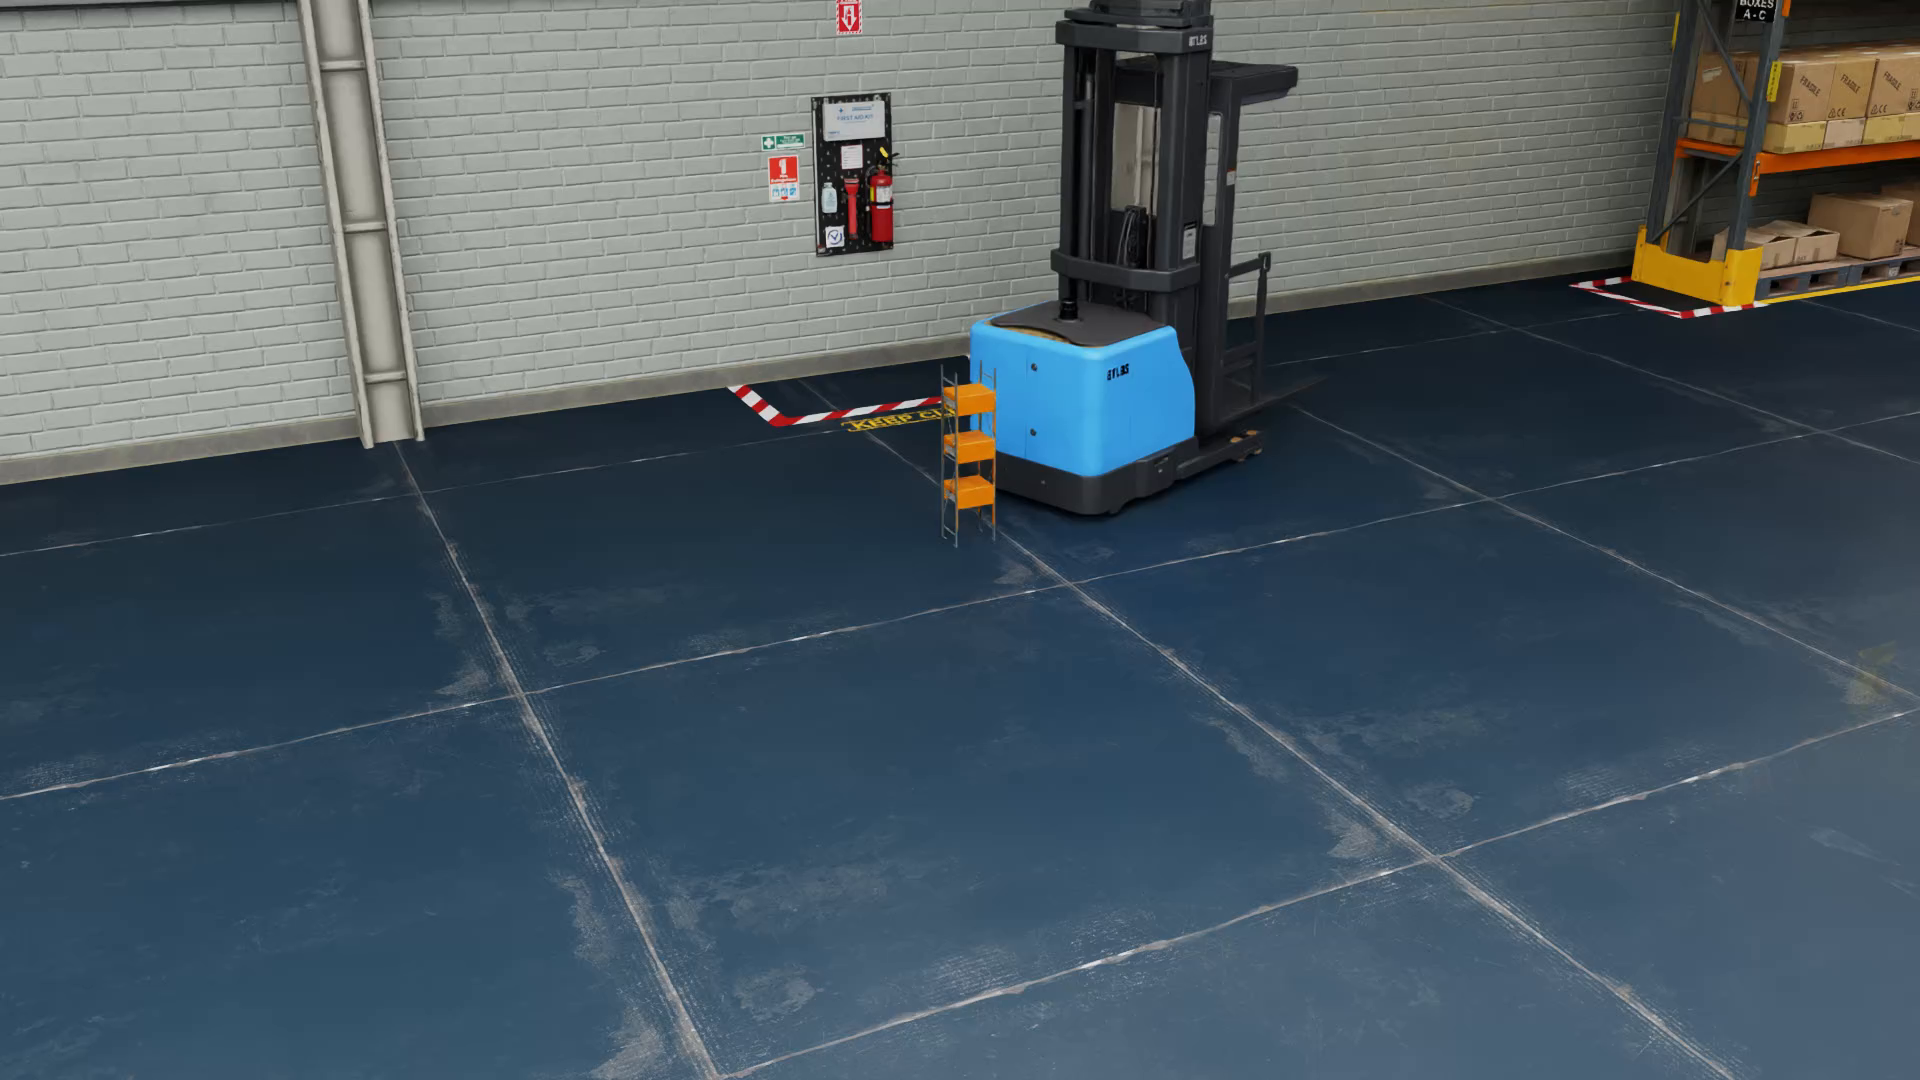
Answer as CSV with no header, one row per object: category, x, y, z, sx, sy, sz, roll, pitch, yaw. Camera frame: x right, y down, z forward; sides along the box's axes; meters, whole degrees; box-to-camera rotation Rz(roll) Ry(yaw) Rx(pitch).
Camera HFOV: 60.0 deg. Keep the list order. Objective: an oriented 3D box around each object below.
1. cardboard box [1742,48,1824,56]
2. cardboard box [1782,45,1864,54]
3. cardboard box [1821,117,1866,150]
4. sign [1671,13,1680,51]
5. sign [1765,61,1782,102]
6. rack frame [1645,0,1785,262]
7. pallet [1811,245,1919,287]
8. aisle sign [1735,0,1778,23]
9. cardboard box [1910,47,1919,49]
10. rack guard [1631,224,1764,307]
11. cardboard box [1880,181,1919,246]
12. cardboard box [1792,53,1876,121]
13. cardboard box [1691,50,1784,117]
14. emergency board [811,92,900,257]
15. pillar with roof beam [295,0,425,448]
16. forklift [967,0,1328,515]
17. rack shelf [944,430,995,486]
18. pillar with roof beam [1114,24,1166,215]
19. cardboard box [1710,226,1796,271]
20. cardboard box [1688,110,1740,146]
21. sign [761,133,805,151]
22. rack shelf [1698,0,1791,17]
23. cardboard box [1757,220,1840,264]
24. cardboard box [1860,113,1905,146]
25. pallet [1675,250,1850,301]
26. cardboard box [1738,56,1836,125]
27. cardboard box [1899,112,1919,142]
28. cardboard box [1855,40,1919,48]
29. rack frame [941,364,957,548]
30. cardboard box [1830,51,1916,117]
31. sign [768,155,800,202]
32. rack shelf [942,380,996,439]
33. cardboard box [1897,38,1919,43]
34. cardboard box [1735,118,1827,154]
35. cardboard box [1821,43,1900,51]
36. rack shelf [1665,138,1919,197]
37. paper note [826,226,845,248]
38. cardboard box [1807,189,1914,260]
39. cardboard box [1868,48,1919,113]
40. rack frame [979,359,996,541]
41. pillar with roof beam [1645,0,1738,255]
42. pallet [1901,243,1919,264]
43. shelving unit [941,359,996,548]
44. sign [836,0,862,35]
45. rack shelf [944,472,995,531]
cardboard box,7.437,-4.184,15.125,0.500,0.500,0.500,-10,25,-23
cardboard box,7.901,-4.271,15.336,0.500,0.500,0.500,-11,25,-25
cardboard box,7.685,-3.668,14.860,0.500,0.250,0.500,-11,25,-25
sign,6.423,-4.541,14.872,0.005,0.325,0.100,-10,25,-24
sign,6.882,-3.879,14.067,0.005,0.325,0.100,-10,25,-24
rack frame,6.646,-3.666,14.684,0.127,3.000,1.000,-10,25,-24
pallet,8.560,-2.713,16.029,1.213,0.211,1.003,-10,25,-24
aisle sign,6.711,-4.752,13.908,0.004,0.787,0.394,-10,25,-24
cardboard box,9.053,-4.266,15.324,0.500,0.500,0.500,-11,25,-25
rack guard,6.715,-2.524,15.193,0.348,0.500,1.175,-10,25,-24
cardboard box,9.333,-3.192,16.232,0.500,0.500,0.500,-12,26,-28
cardboard box,7.656,-4.006,14.696,0.500,0.500,0.500,-10,25,-23
cardboard box,6.979,-4.104,14.931,0.500,0.500,0.500,-11,25,-24
emergency board,-0.748,-2.688,12.322,0.643,1.169,0.194,-10,25,-24
pillar with roof beam,-2.044,-3.378,6.145,0.400,9.000,9.100,-10,25,-24
forklift,1.404,-1.984,10.711,1.130,2.935,3.031,19,29,38
rack shelf,0.048,-0.484,9.575,0.240,0.259,0.215,-10,25,-24
pillar with roof beam,3.362,-4.373,8.549,0.400,9.000,9.100,-10,25,-24
cardboard box,7.309,-2.711,15.317,0.500,0.311,0.500,-14,26,-30
cardboard box,6.983,-3.750,15.058,0.500,0.250,0.500,-10,25,-23
sign,-1.283,-2.891,12.072,0.331,0.109,0.001,-10,25,-24
rack shelf,8.448,-5.051,15.049,4.000,0.370,1.077,-10,25,-24
cardboard box,7.822,-2.805,15.545,0.500,0.311,0.500,-8,24,-19
cardboard box,8.147,-3.751,15.059,0.500,0.250,0.500,-11,25,-24
pallet,7.462,-2.513,15.544,1.213,0.211,1.003,-10,25,-24
cardboard box,7.207,-3.928,14.507,0.500,0.500,0.500,-10,25,-24
cardboard box,8.603,-3.834,15.260,0.500,0.250,0.500,-10,25,-23
cardboard box,8.817,-4.445,15.755,0.500,0.500,0.500,-10,24,-22
rack frame,-0.062,-0.474,9.522,0.008,1.050,0.200,-10,25,-24
cardboard box,8.125,-4.090,14.898,0.500,0.500,0.500,-11,25,-25
sign,-1.291,-2.648,12.179,0.234,0.329,0.001,-10,25,-24
rack shelf,0.048,-0.746,9.466,0.240,0.259,0.215,-10,25,-24
cardboard box,9.269,-4.525,15.950,0.500,0.500,0.500,-11,25,-24
cardboard box,7.224,-3.577,14.640,0.500,0.250,0.500,-11,25,-25
cardboard box,8.354,-4.355,15.537,0.500,0.500,0.500,-10,25,-23
rack shelf,8.448,-3.665,15.623,4.000,0.370,1.077,-10,25,-24
paper note,-0.937,-2.275,12.477,0.142,0.148,0.016,-10,25,-24
cardboard box,8.505,-2.997,15.761,0.500,0.500,0.700,-12,25,-27
cardboard box,8.585,-4.180,15.115,0.500,0.500,0.500,-10,24,-22
rack frame,0.158,-0.514,9.620,0.008,1.050,0.200,-10,25,-24
pillar with roof beam,8.769,-5.368,10.953,0.400,9.000,9.100,-10,25,-24
pallet,9.661,-2.917,16.522,1.213,0.211,1.003,-10,25,-24
shelving unit,0.048,-0.494,9.571,0.252,1.050,0.215,-10,25,-24
sign,-0.798,-3.792,11.958,0.199,0.298,0.001,-10,25,-24
rack shelf,0.048,-0.227,9.681,0.240,0.259,0.215,-10,25,-24
